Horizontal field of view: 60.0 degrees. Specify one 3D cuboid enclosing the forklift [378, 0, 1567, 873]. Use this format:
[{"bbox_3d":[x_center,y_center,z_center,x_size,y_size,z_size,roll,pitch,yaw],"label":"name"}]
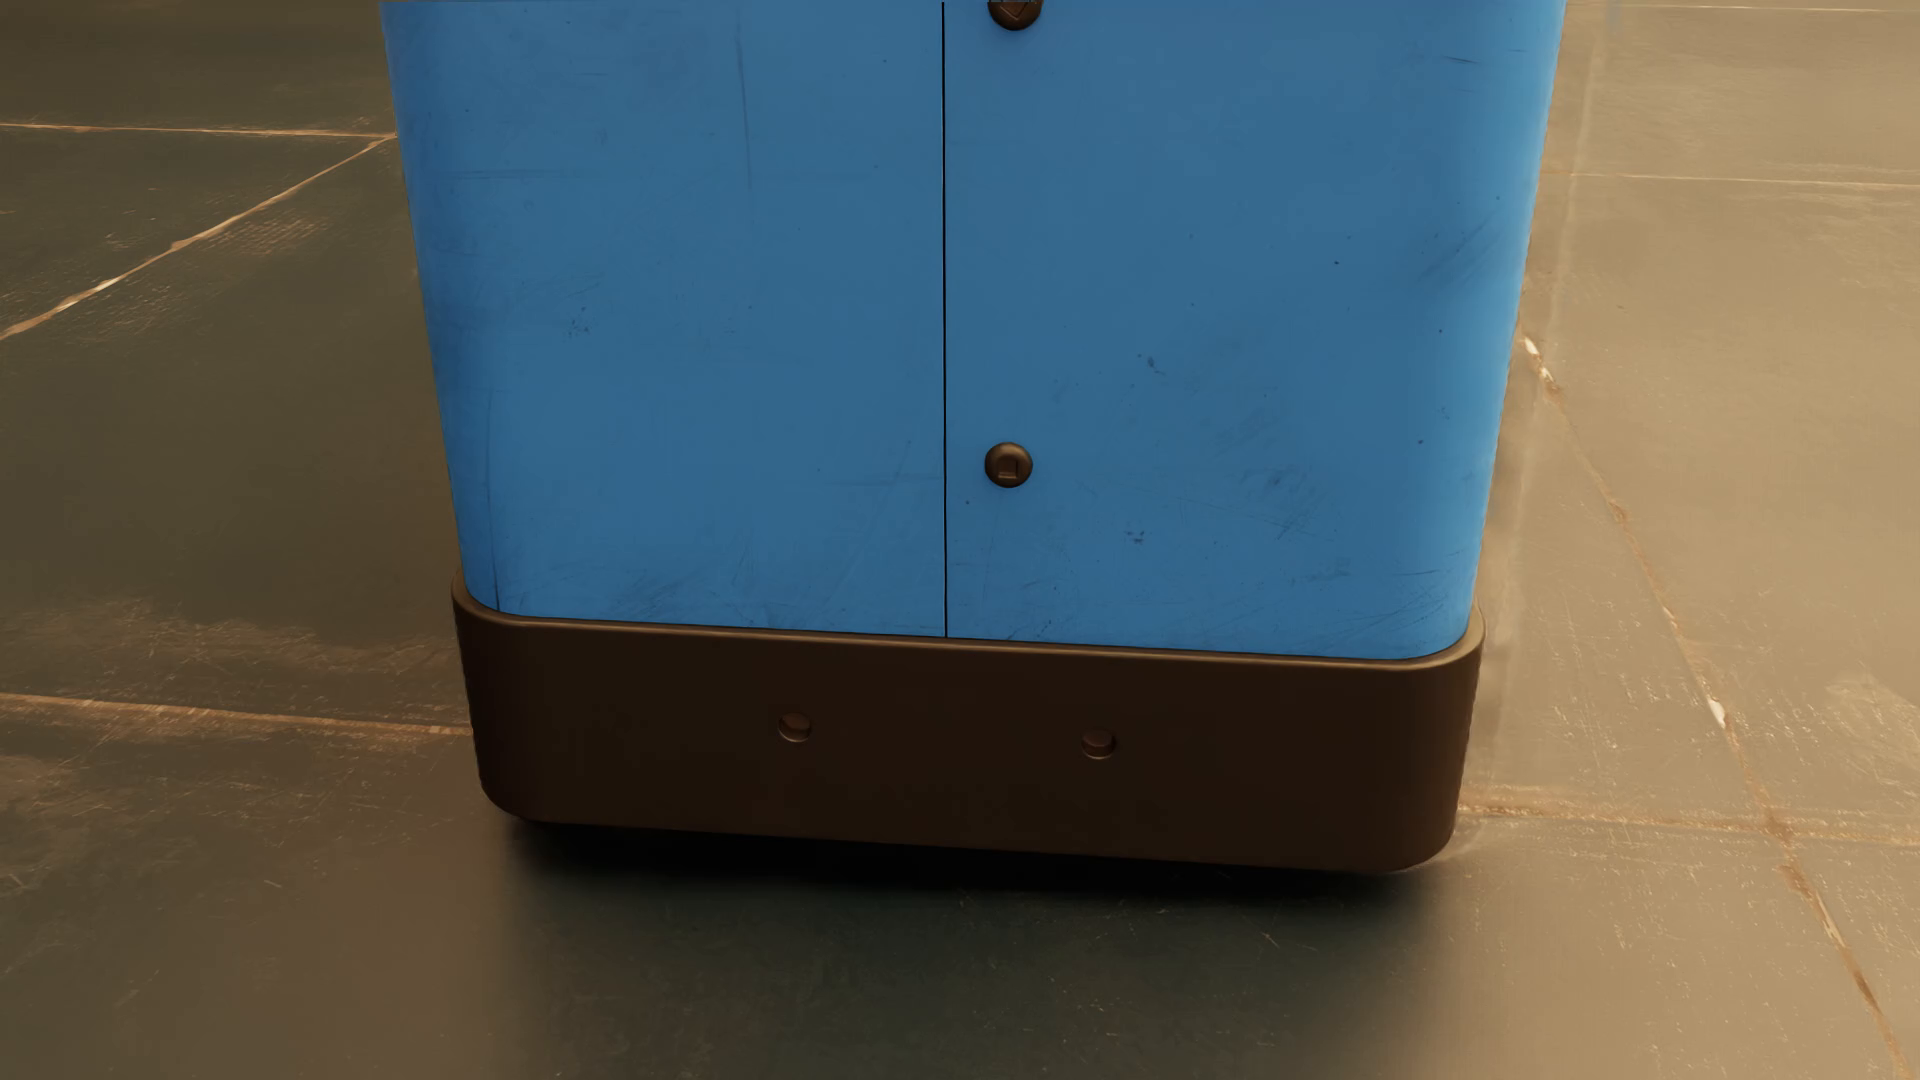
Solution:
[{"bbox_3d":[0.139,-1.604,2.432,1.130,2.935,3.031,3,27,5],"label":"forklift"}]
